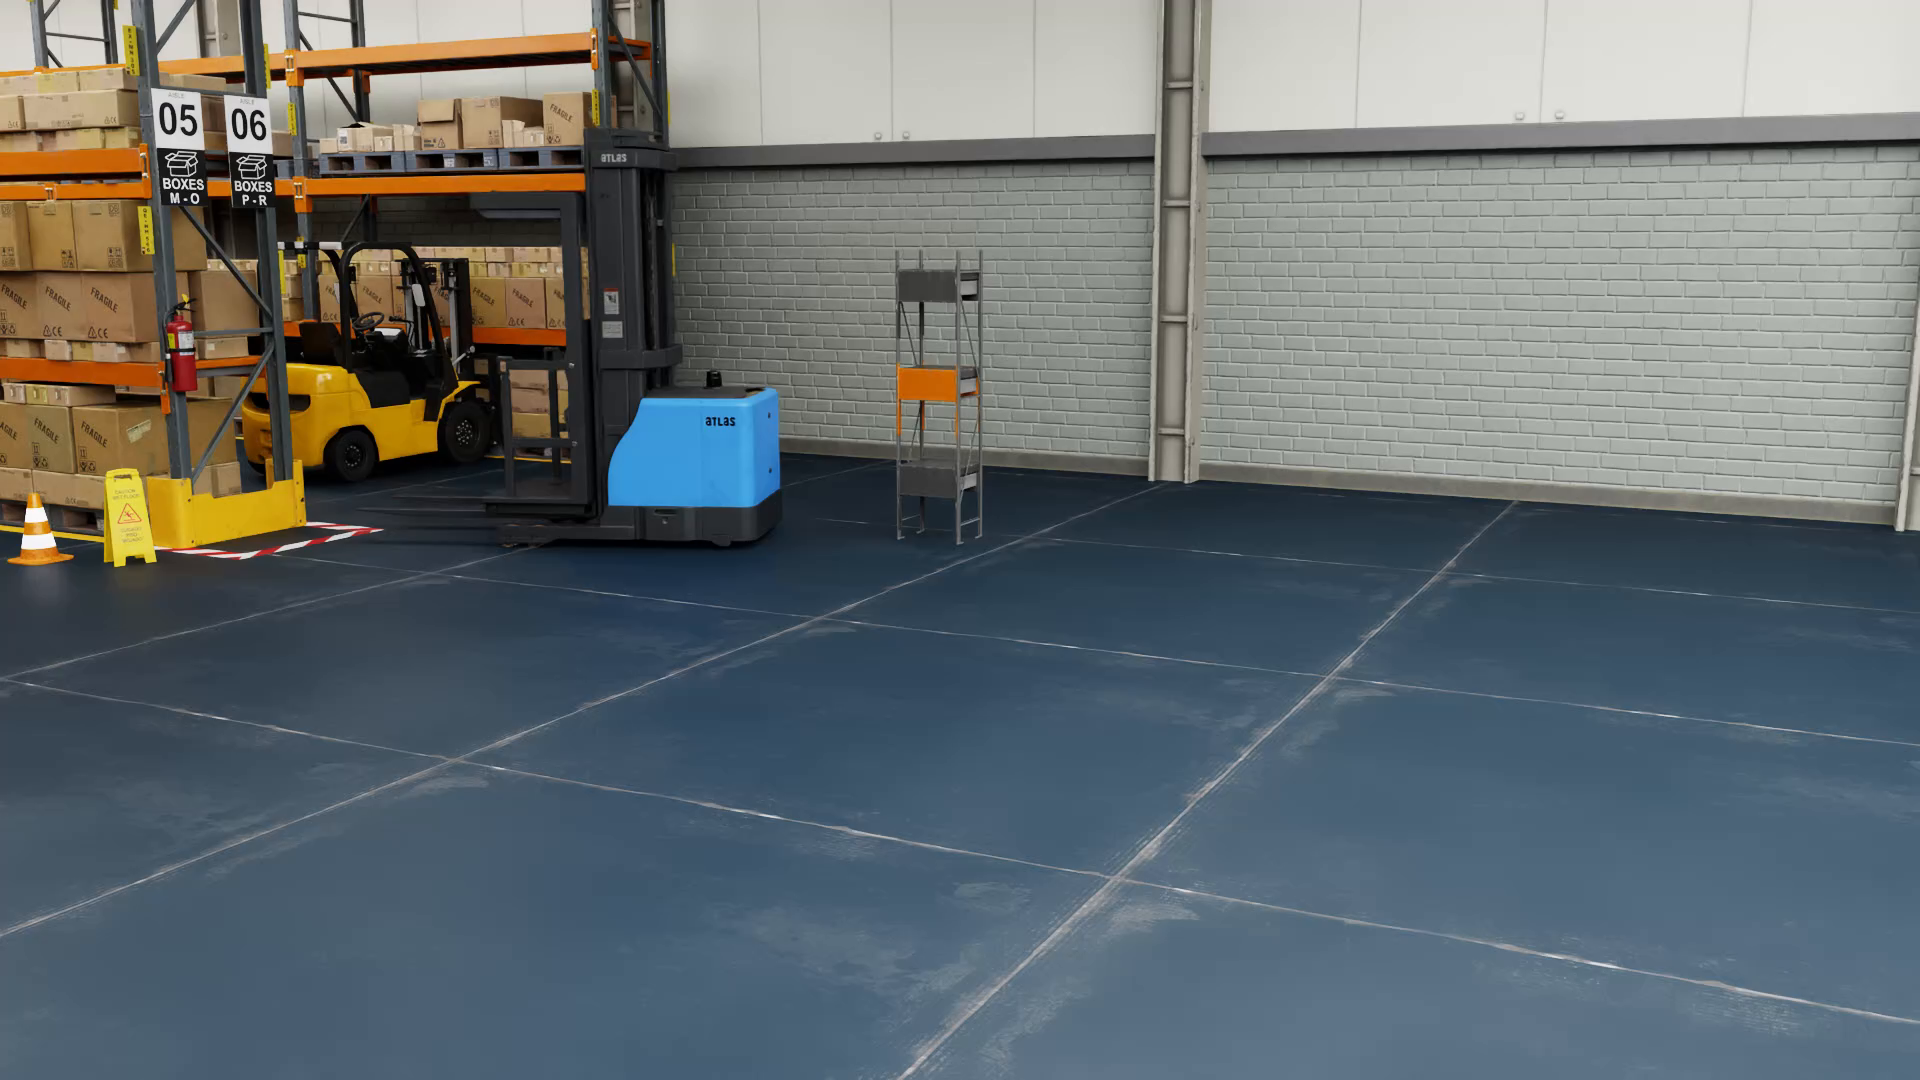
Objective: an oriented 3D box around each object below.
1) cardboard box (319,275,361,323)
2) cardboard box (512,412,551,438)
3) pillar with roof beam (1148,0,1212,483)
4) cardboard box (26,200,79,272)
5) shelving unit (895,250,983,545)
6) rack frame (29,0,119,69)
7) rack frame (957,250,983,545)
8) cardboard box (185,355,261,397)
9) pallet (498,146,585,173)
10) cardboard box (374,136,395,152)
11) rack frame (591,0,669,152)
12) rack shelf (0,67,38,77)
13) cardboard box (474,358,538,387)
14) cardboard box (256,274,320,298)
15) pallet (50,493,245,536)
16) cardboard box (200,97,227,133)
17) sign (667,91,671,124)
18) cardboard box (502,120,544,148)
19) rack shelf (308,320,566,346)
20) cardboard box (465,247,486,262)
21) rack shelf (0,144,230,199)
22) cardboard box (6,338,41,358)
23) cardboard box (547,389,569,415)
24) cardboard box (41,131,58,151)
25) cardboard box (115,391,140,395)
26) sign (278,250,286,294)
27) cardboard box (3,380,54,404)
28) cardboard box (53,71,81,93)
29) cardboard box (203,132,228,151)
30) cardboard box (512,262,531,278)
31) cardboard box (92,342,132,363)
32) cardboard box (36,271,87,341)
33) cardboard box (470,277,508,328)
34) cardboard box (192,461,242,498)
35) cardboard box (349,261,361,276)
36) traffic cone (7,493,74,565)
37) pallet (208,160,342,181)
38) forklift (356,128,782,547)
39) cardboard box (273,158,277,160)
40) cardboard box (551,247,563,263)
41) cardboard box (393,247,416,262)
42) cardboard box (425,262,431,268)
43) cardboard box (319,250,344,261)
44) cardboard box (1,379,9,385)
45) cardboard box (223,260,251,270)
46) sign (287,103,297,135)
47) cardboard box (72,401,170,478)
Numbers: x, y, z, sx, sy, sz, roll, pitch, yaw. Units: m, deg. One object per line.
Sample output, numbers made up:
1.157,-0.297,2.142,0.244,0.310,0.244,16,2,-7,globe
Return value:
-6.493,-2.591,17.841,0.500,0.500,0.500,5,11,24,cardboard box
-4.192,-1.184,16.890,0.500,0.250,0.500,5,11,26,cardboard box
0.061,-4.293,10.685,0.400,9.000,9.100,5,11,26,pillar with roof beam
-6.387,-2.244,12.283,0.500,0.500,0.700,5,11,26,cardboard box
-0.148,-1.046,12.115,0.503,2.100,0.431,5,11,26,shelving unit
-10.363,-5.885,19.481,0.127,3.000,1.000,5,11,26,rack frame
0.070,-1.027,12.009,0.015,2.100,0.400,5,11,26,rack frame
-8.616,-1.817,19.335,0.625,0.625,0.875,5,11,23,cardboard box
-3.811,-3.795,16.604,1.213,0.211,1.003,5,11,26,pallet
-5.819,-4.082,17.185,0.250,0.149,0.380,5,12,28,cardboard box
-3.189,-5.255,15.998,0.127,3.000,1.000,5,11,26,rack frame
-12.157,-5.492,20.451,4.000,0.370,1.077,5,11,26,rack shelf
-4.657,-1.713,17.004,0.500,0.250,0.500,5,11,27,cardboard box
-7.329,-2.788,18.231,0.500,0.250,0.500,5,11,25,cardboard box
-6.163,-0.213,12.817,1.213,0.211,1.003,5,11,26,pallet
-5.715,-3.141,12.324,0.500,0.250,0.500,5,11,25,cardboard box
-2.938,-4.336,16.667,0.005,0.325,0.100,5,11,26,sign
-4.294,-4.005,16.434,0.258,0.266,0.396,5,11,26,cardboard box
-4.982,-2.107,17.467,4.000,0.370,1.077,5,11,26,rack shelf
-4.792,-2.897,16.876,0.250,0.149,0.380,5,12,27,cardboard box
-7.175,-2.790,12.818,4.000,0.370,1.077,5,11,26,rack shelf
-6.990,-1.471,12.642,0.250,0.149,0.380,5,11,25,cardboard box
-3.764,-1.391,16.631,0.500,0.250,0.500,5,11,25,cardboard box
-6.484,-2.917,12.208,0.250,0.149,0.380,5,11,26,cardboard box
-6.921,-0.923,13.345,0.500,0.500,0.500,5,12,27,cardboard box
-5.142,-2.023,12.552,0.005,0.325,0.100,5,11,26,sign
-7.034,-1.133,12.681,0.250,0.149,0.380,6,12,28,cardboard box
-6.267,-3.278,11.962,0.250,0.149,0.380,5,11,25,cardboard box
-5.535,-2.940,12.336,0.250,0.149,0.380,5,11,26,cardboard box
-4.289,-2.721,16.739,0.250,0.149,0.380,5,11,25,cardboard box
-6.088,-1.384,12.159,0.250,0.149,0.380,5,11,25,cardboard box
-6.437,-1.744,12.330,0.500,0.500,0.500,5,11,26,cardboard box
-4.667,-2.432,16.963,0.500,0.500,0.500,5,11,25,cardboard box
-5.983,-0.471,12.953,0.500,0.250,0.500,5,11,25,cardboard box
-6.373,-2.899,17.725,0.250,0.149,0.380,5,12,27,cardboard box
-6.338,-0.089,11.425,0.334,0.463,0.336,5,11,26,traffic cone
-7.573,-4.067,18.396,1.217,0.209,0.805,5,11,24,pallet
-2.906,-1.481,12.183,3.031,2.935,1.130,1,10,5,forklift
-7.728,-4.325,18.529,0.250,0.149,0.380,5,11,26,cardboard box
-3.838,-2.827,16.489,0.250,0.149,0.380,5,11,26,cardboard box
-5.684,-2.983,17.351,0.250,0.149,0.380,5,11,25,cardboard box
-5.471,-2.814,17.253,0.250,0.149,0.380,5,11,24,cardboard box
-6.621,-3.060,17.780,0.250,0.149,0.380,5,12,27,cardboard box
-11.752,-1.991,20.648,0.500,0.500,0.500,6,12,28,cardboard box
-7.911,-3.023,18.407,0.250,0.149,0.380,5,11,24,cardboard box
-7.007,-4.416,17.449,0.005,0.325,0.100,5,11,26,sign
-6.216,-0.754,12.410,0.500,0.500,0.500,5,11,26,cardboard box
